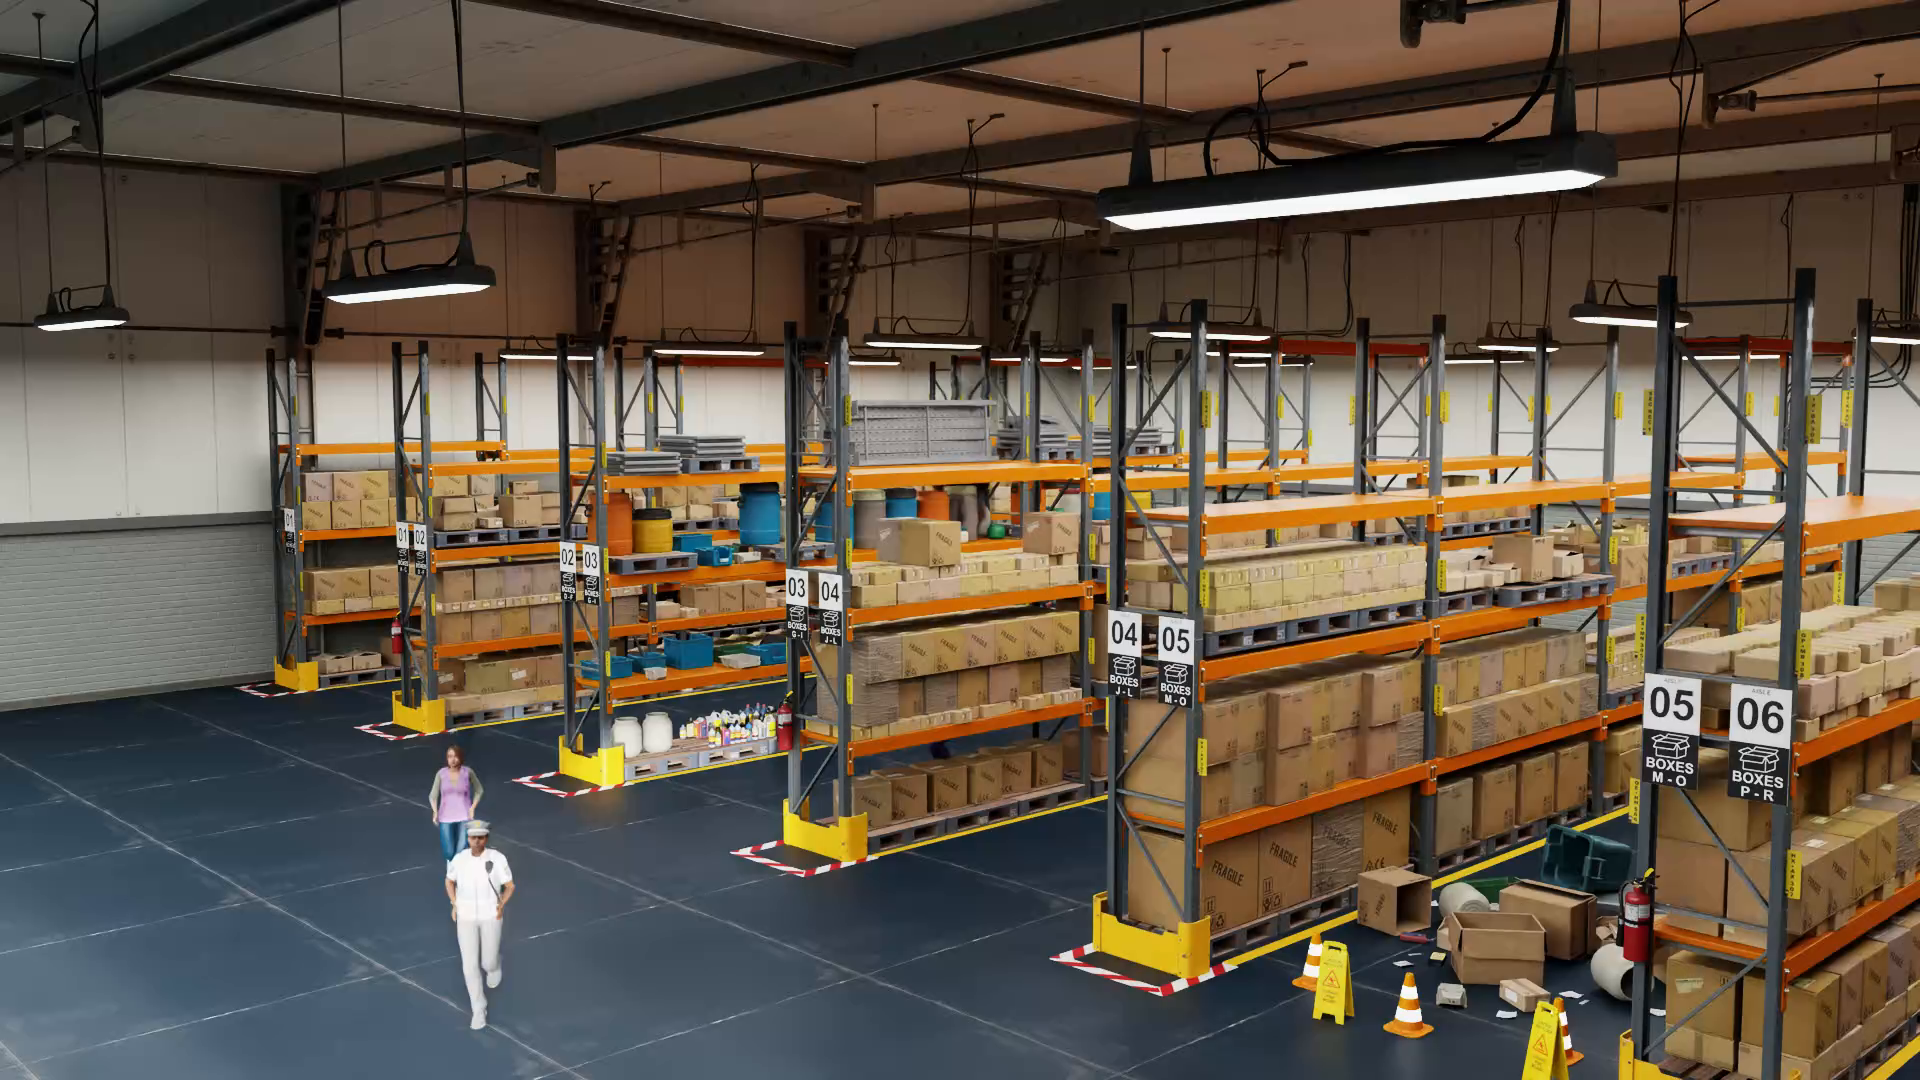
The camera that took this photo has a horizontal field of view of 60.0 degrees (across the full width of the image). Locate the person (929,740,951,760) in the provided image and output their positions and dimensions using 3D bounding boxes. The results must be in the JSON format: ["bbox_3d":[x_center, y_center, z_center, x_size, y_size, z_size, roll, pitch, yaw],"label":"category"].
[{"bbox_3d":[-0.256,2.448,22.050,0.576,1.694,0.716,5,7,44],"label":"person"}]

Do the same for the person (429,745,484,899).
[{"bbox_3d":[-5.238,2.906,17.313,0.545,1.564,0.623,-1,5,-13],"label":"person"}]

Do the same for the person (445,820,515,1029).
[{"bbox_3d":[-4.015,3.145,13.902,0.577,1.686,0.760,-1,5,-9],"label":"person"}]
